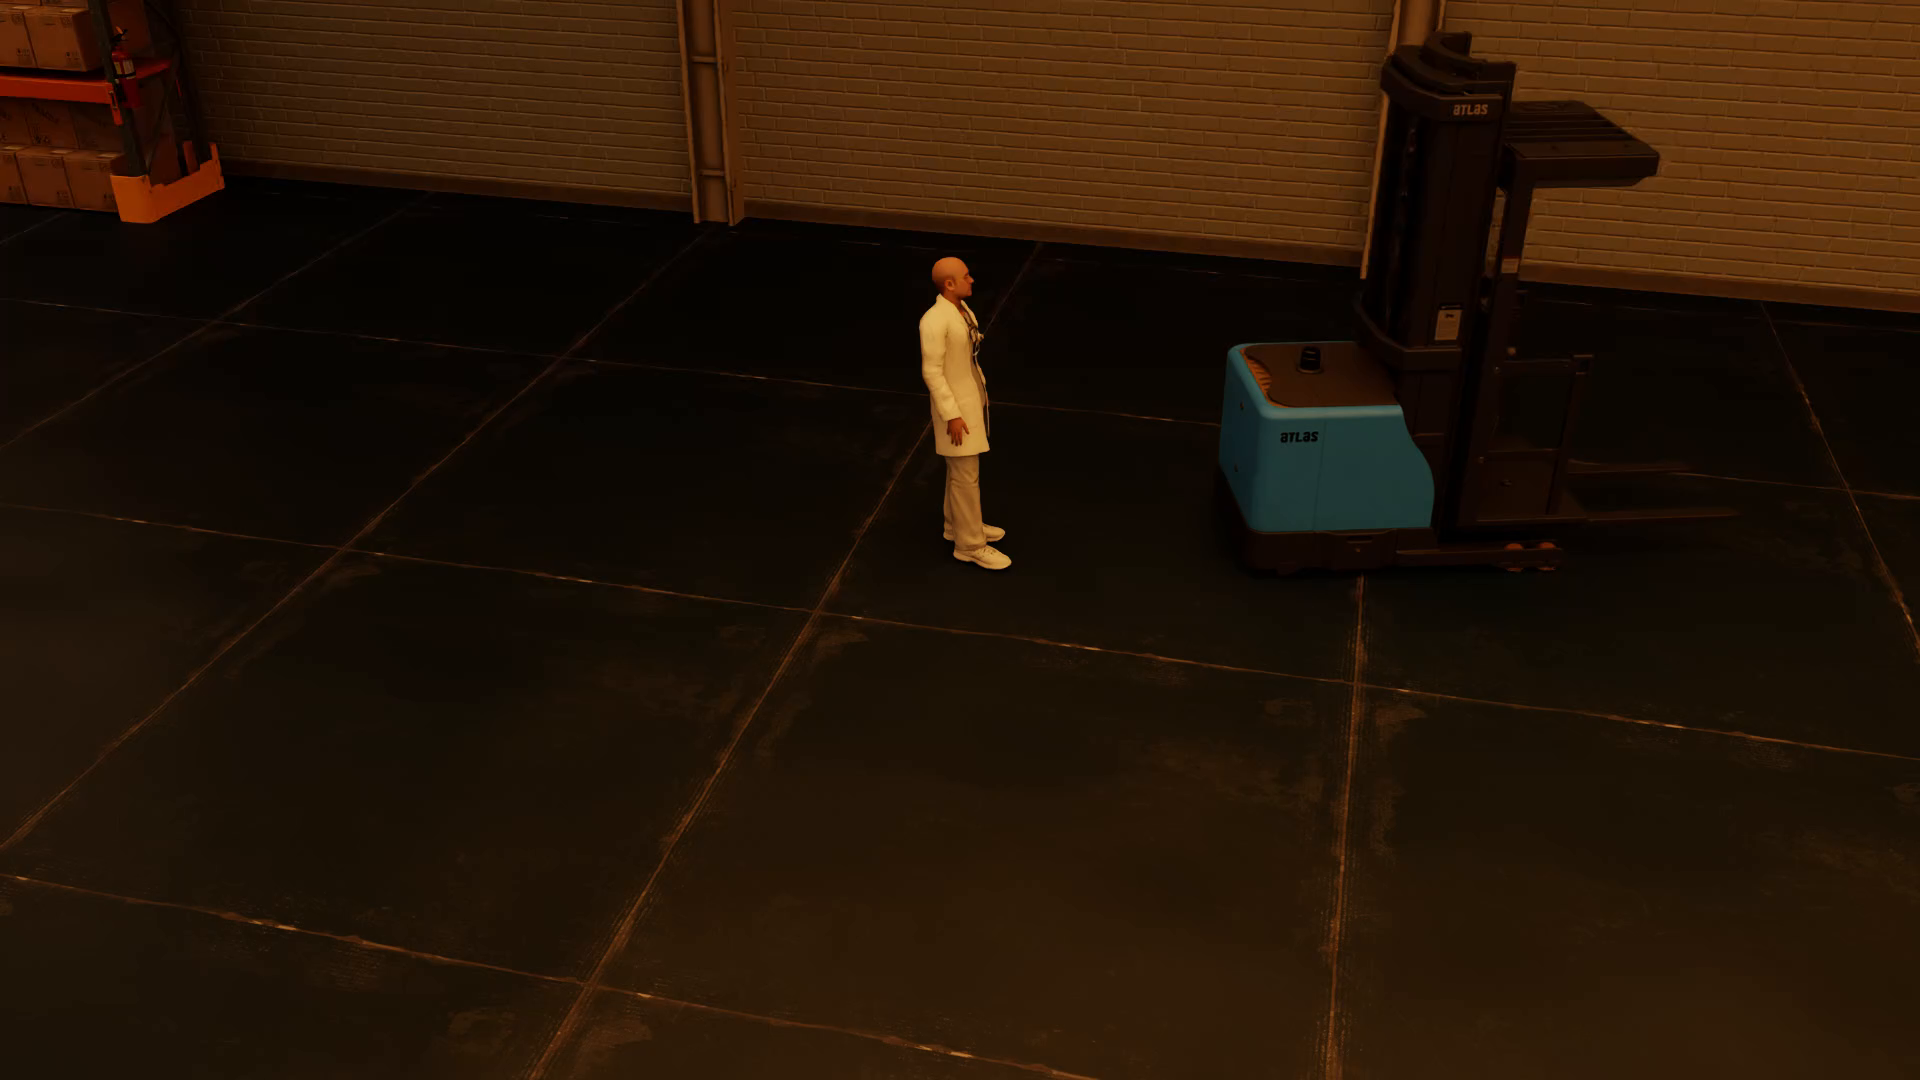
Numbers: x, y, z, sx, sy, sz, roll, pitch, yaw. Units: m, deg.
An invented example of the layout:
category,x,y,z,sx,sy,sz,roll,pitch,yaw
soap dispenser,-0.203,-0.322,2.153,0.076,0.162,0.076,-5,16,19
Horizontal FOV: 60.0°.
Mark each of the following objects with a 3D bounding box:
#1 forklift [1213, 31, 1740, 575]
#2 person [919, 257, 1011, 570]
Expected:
category,x,y,z,sx,sy,sz,roll,pitch,yaw
forklift,3.142,-1.347,9.547,3.031,2.935,1.130,-2,30,-4
person,0.088,-0.768,9.679,0.578,1.778,0.698,7,30,12
